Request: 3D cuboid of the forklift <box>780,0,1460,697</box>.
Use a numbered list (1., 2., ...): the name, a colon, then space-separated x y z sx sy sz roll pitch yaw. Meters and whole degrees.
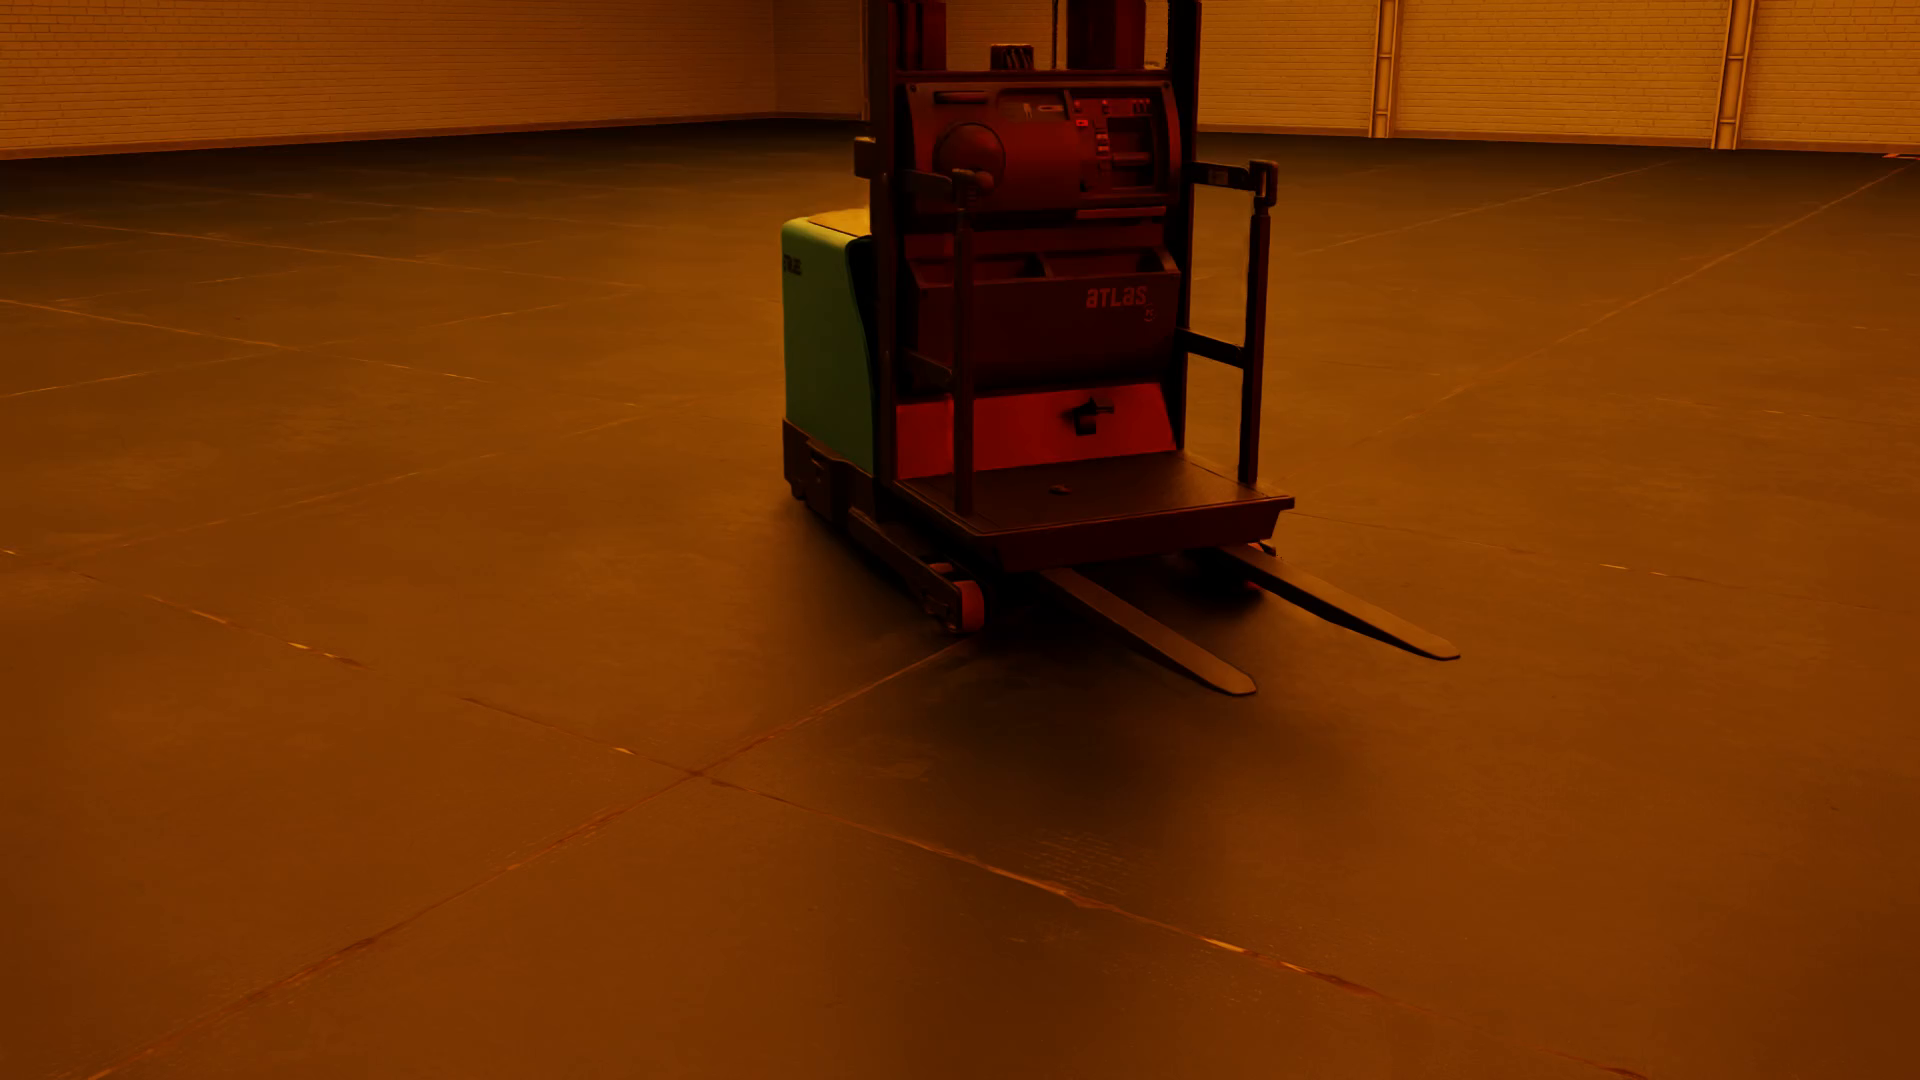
1. forklift: 0.358 -1.259 5.042 1.130 2.935 3.031 -7 18 -22
